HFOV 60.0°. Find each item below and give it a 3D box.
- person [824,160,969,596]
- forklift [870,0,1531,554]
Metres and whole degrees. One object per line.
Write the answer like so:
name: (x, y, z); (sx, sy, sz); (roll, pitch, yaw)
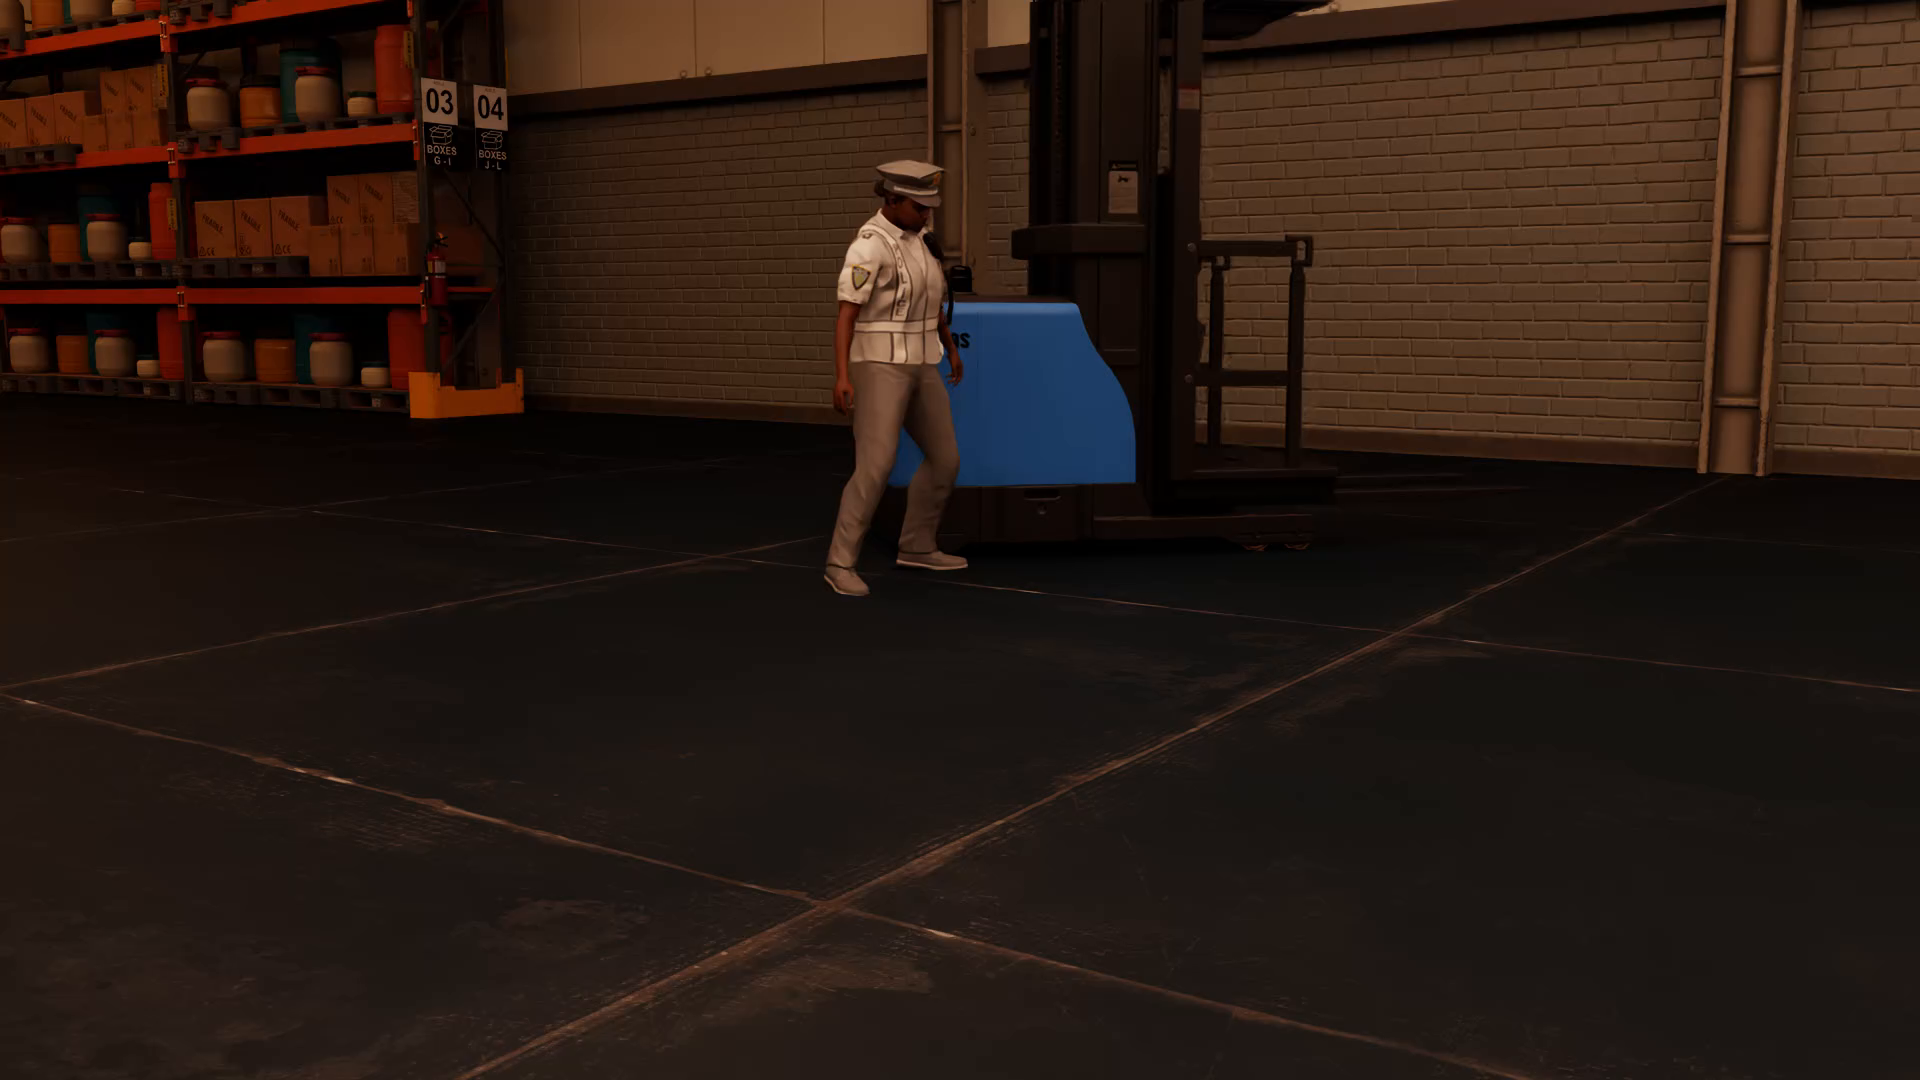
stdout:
person: (-0.218, -0.629, 6.394); (0.414, 1.624, 0.843); (5, 10, 33)
forklift: (1.094, -1.471, 7.540); (3.031, 2.935, 1.130); (-2, 8, -11)
